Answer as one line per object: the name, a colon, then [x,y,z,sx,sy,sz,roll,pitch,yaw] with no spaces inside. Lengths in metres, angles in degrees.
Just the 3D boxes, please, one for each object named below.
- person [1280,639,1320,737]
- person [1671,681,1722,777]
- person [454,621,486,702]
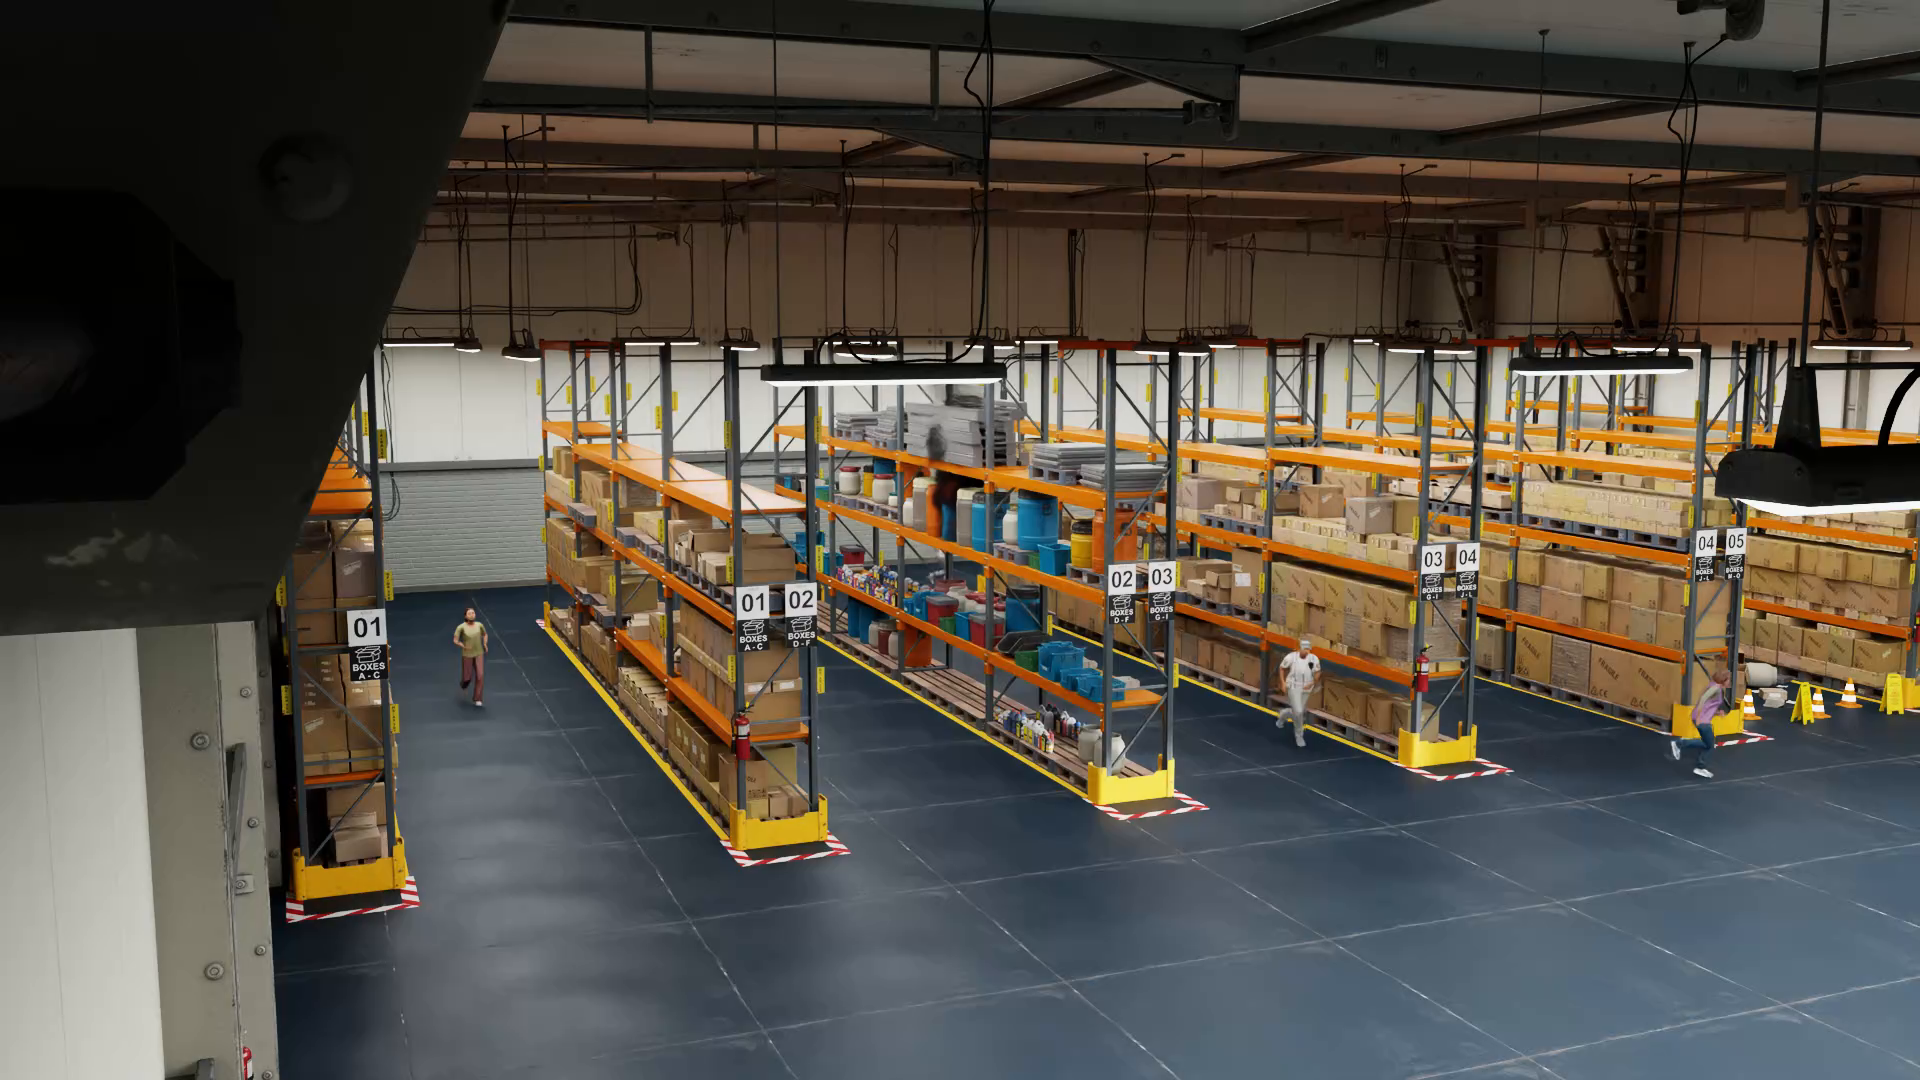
person: [5.116,2.196,25.130,0.572,1.489,0.780,-1,8,-10]
person: [10.383,2.654,23.445,0.632,1.345,0.344,3,8,19]
person: [-8.143,2.016,27.747,0.547,1.314,0.624,-4,9,-30]
